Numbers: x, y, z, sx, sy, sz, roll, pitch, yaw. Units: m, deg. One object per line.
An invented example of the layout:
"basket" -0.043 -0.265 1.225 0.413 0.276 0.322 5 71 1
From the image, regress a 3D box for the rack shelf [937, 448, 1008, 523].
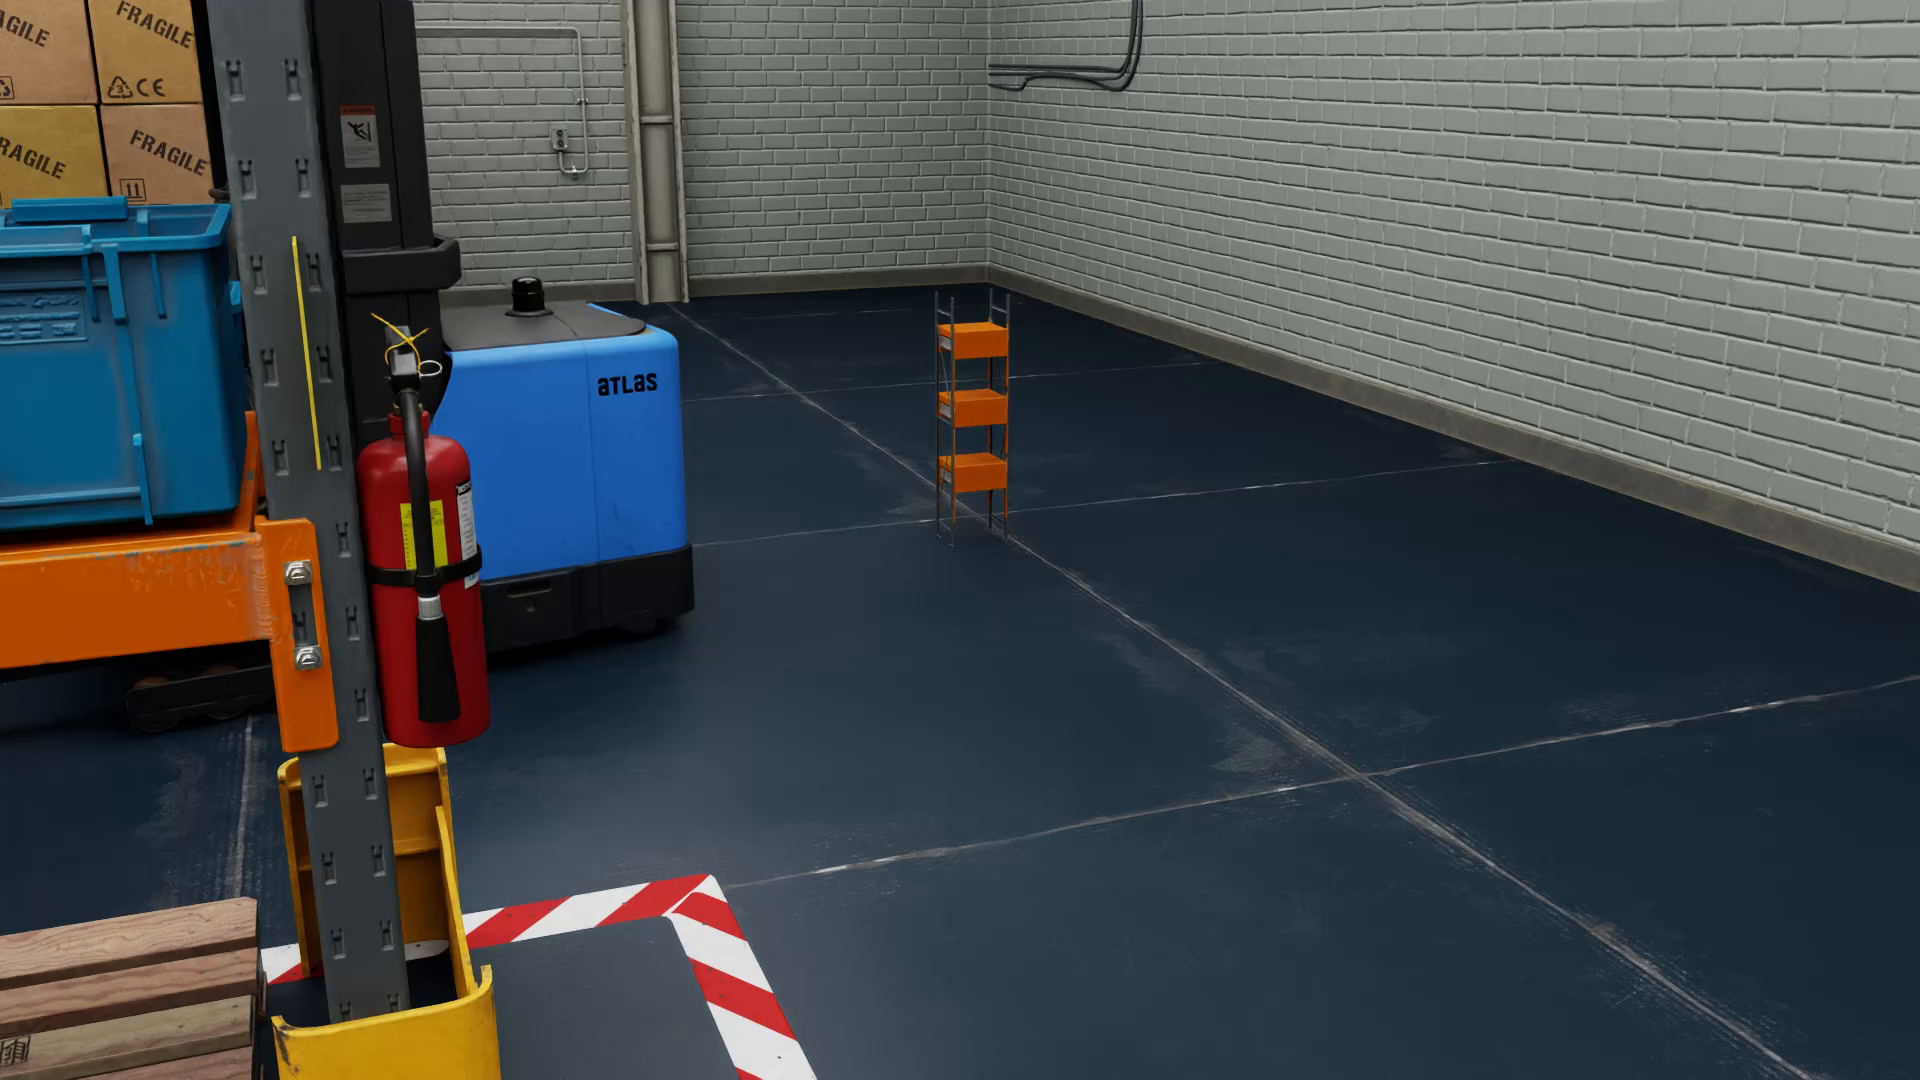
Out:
"rack shelf" 0.050 -0.232 7.050 0.240 0.259 0.215 -6 17 -20

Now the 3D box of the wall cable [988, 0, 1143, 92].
"wall cable" 0.709 -4.805 13.002 0.112 2.526 3.097 -6 17 -20

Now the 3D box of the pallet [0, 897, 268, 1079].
"pallet" -1.939 1.077 3.056 1.213 0.211 1.003 -6 17 -20

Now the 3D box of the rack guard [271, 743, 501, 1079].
"rack guard" -1.137 0.860 3.284 0.348 0.500 1.175 -6 17 -20

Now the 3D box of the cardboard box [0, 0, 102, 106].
"cardboard box" -3.713 -1.997 6.622 0.500 0.500 0.500 -6 17 -19

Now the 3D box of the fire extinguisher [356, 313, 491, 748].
"fire extinguisher" -0.852 -0.013 2.619 0.183 0.674 0.296 -6 17 -20

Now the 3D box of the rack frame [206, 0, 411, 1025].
"rack frame" -1.155 -0.334 2.911 0.127 3.000 1.000 -6 17 -20

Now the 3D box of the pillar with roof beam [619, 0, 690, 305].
"pillar with roof beam" -0.948 -5.186 8.787 0.400 9.000 9.100 -6 17 -20

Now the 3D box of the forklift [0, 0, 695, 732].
"forklift" -2.487 -0.988 5.260 3.031 2.935 1.130 -10 19 -30

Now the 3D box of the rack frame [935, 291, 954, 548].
"rack frame" -0.064 -0.497 6.927 0.008 1.050 0.200 -6 17 -20

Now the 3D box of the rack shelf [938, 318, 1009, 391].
"rack shelf" 0.050 -0.771 6.892 0.240 0.259 0.215 -6 17 -20

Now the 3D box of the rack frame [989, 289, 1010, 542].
"rack frame" 0.164 -0.521 7.011 0.008 1.050 0.200 -6 17 -20

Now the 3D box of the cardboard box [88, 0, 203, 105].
"cardboard box" -3.241 -2.048 6.797 0.500 0.500 0.500 -6 18 -21

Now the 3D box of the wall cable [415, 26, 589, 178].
"wall cable" -3.843 -3.806 12.932 1.851 1.984 0.084 -6 17 -20

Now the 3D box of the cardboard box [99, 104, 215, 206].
"cardboard box" -3.245 -1.569 6.939 0.500 0.500 0.500 -6 17 -18

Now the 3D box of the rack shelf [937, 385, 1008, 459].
"rack shelf" 0.050 -0.499 6.972 0.240 0.259 0.215 -6 17 -20

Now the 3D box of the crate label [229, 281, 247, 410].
"crate label" -1.503 -0.344 3.137 0.303 0.233 0.416 -6 17 -20

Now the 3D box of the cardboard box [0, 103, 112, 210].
"cardboard box" -3.728 -1.515 6.758 0.500 0.500 0.500 -6 17 -20

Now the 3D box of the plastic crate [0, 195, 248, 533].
"plastic crate" -1.401 -0.297 2.616 0.499 0.435 0.616 -6 17 -20

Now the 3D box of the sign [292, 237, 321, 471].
"sign" -0.943 -0.269 2.401 0.005 0.325 0.100 -6 17 -20

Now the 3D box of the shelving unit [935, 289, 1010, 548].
"shelving unit" 0.050 -0.509 6.969 0.252 1.050 0.215 -6 17 -20

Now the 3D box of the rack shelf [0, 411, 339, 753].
"rack shelf" -3.023 0.213 2.326 4.000 0.370 1.077 -6 17 -20
